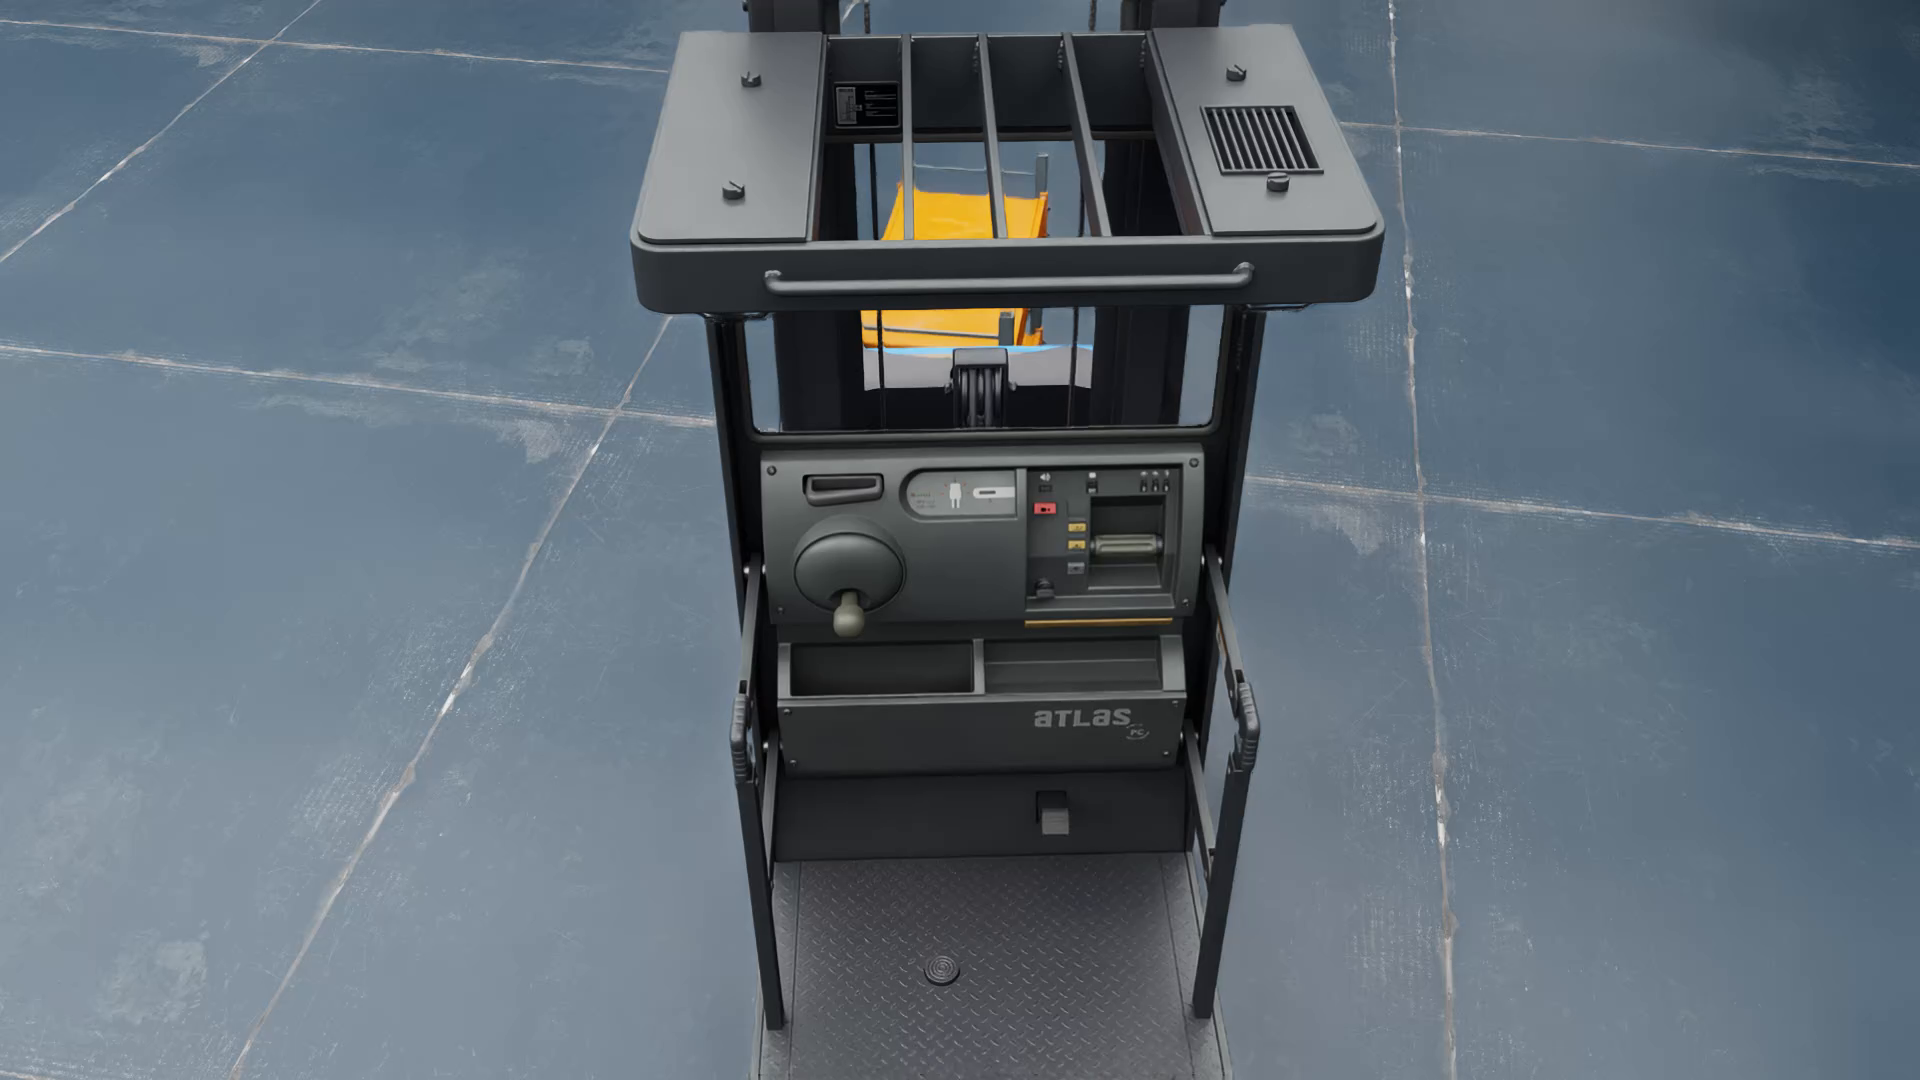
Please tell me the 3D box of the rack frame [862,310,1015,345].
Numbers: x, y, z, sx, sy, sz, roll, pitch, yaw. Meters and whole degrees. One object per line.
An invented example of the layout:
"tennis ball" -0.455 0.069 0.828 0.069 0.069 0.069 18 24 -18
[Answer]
"rack frame" -0.093 -0.236 5.153 0.500 1.125 0.032 5 40 6

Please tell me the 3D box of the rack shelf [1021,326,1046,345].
"rack shelf" -0.024 -0.368 5.696 0.538 0.278 1.000 5 40 6

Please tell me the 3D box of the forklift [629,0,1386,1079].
"forklift" 0.058 0.079 3.355 1.130 2.935 3.031 -1 40 -1

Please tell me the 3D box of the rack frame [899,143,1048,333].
"rack frame" 0.045 -0.878 5.929 0.500 1.125 0.032 5 40 6

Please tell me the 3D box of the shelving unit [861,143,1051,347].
"shelving unit" -0.024 -0.557 5.541 0.538 1.125 1.048 5 40 6

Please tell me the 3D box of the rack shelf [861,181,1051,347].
"rack shelf" -0.024 -0.782 5.354 0.538 0.278 1.000 5 40 6
